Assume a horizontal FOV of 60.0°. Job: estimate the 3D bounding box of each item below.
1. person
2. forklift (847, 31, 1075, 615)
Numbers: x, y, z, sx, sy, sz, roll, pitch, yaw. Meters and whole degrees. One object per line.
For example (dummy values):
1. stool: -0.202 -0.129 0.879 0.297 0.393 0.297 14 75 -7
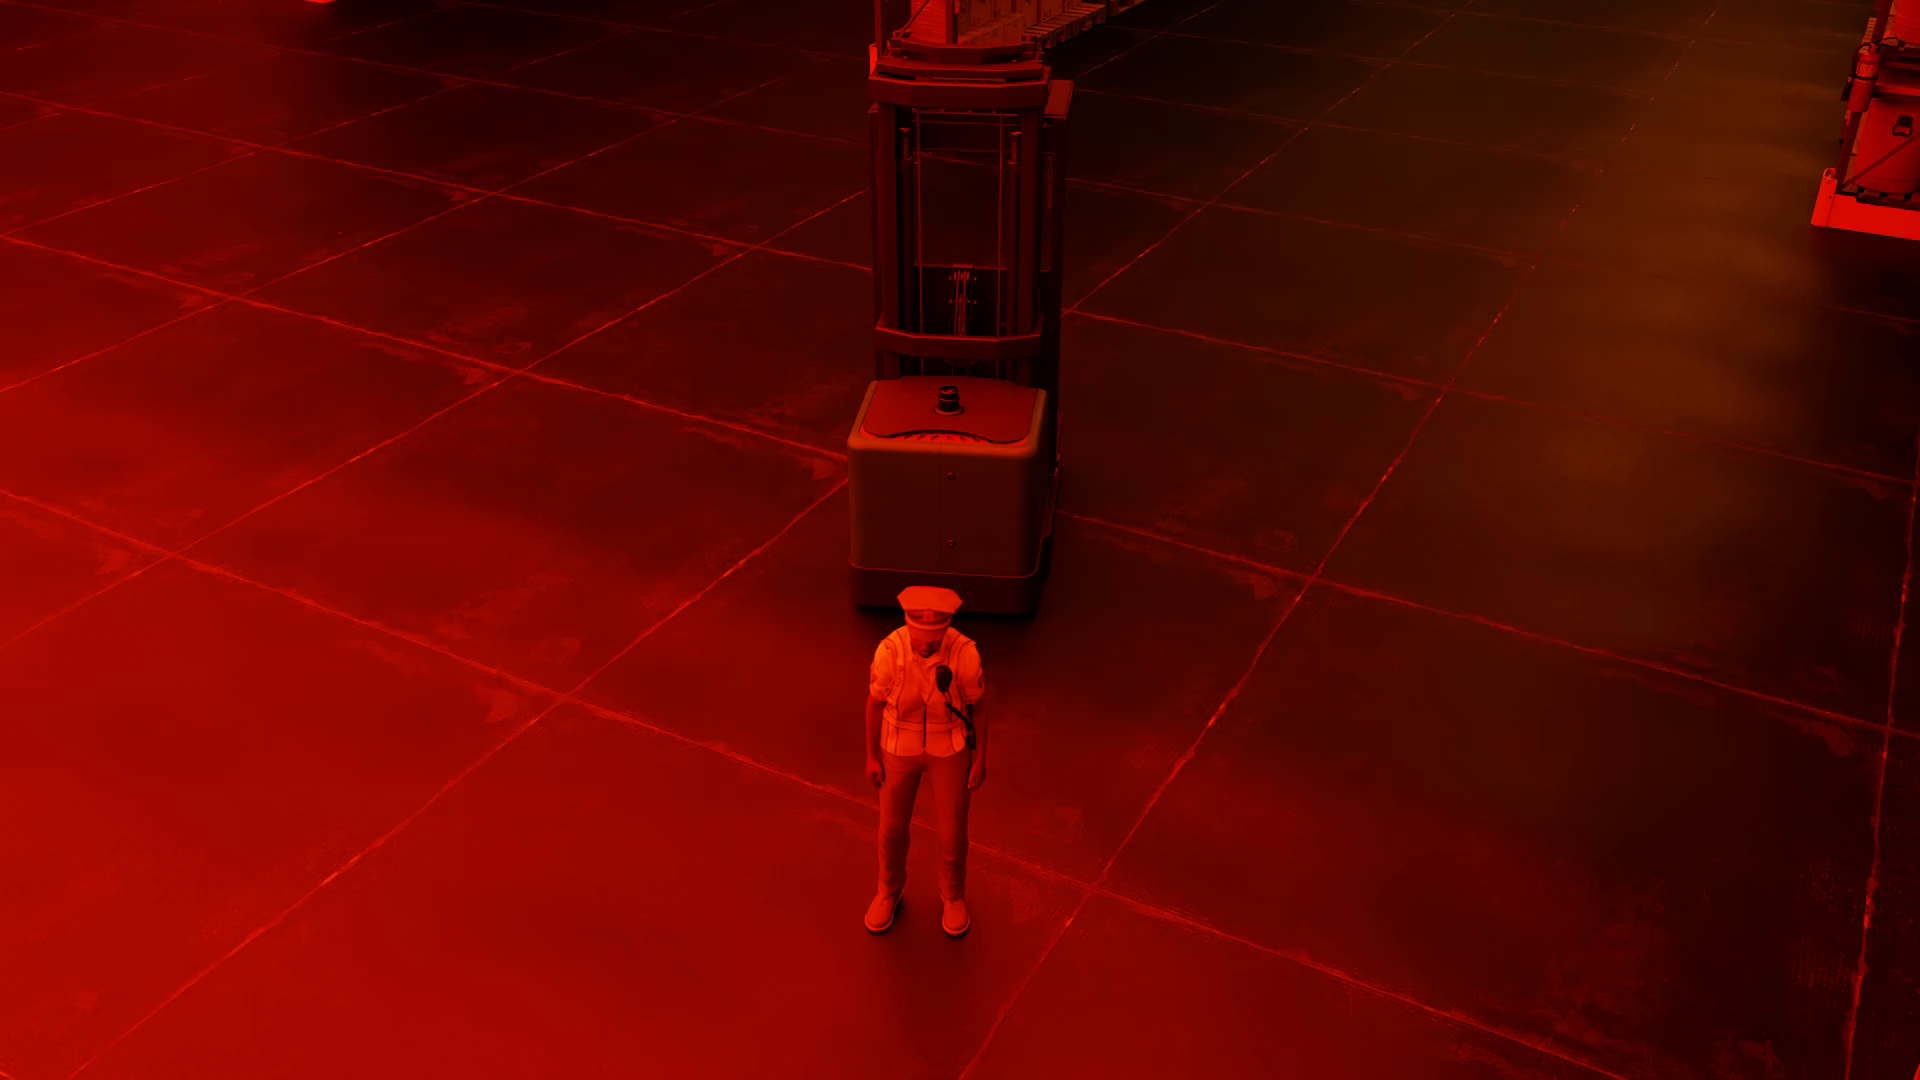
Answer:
1. person: -0.146 0.889 6.807 0.517 1.657 0.400 2 30 3
2. forklift: 0.072 -1.572 9.794 1.130 2.935 3.031 3 30 6
